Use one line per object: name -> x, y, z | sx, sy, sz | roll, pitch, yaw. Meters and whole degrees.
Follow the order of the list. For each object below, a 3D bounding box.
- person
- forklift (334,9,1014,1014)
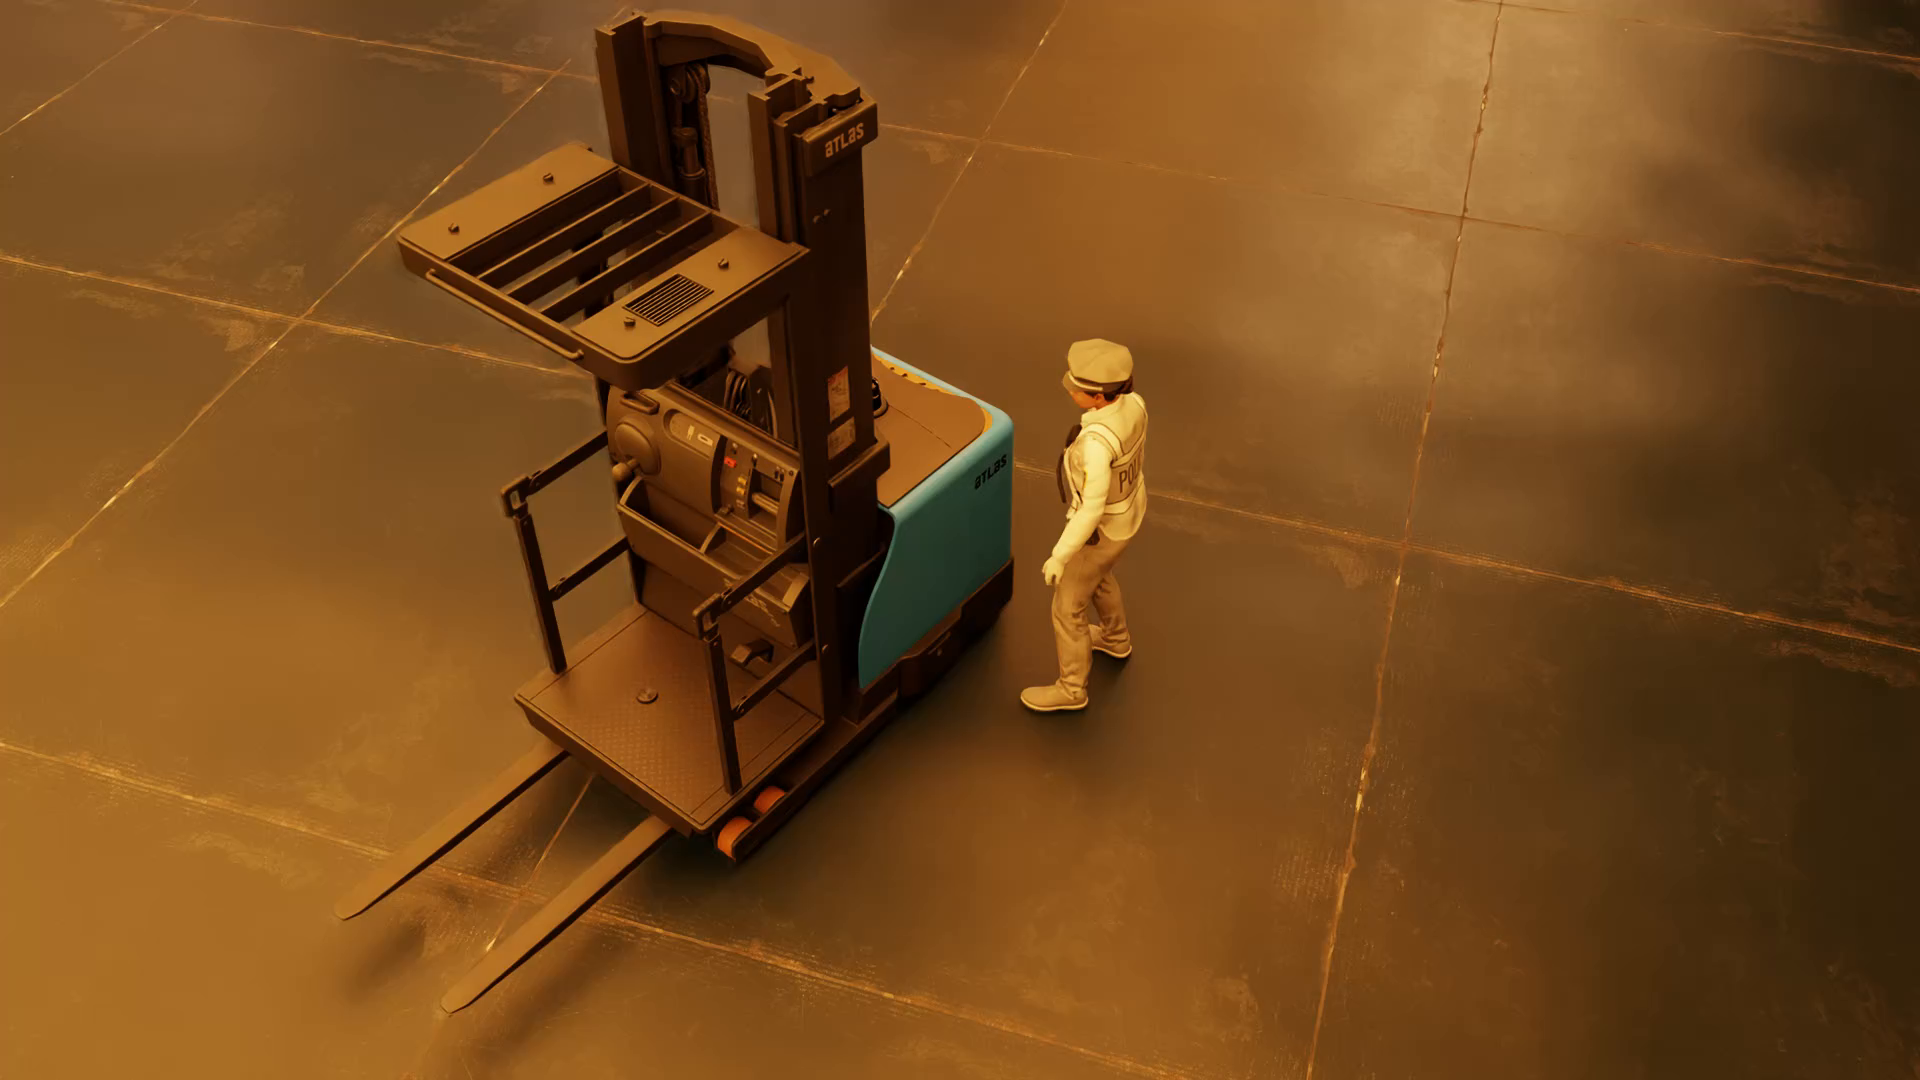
person -> 0.543, -0.073, 6.718 | 0.372, 1.642, 0.713 | 14, 45, 15
forklift -> -1.077, -0.217, 5.922 | 1.130, 2.935, 3.031 | 29, 50, 27
